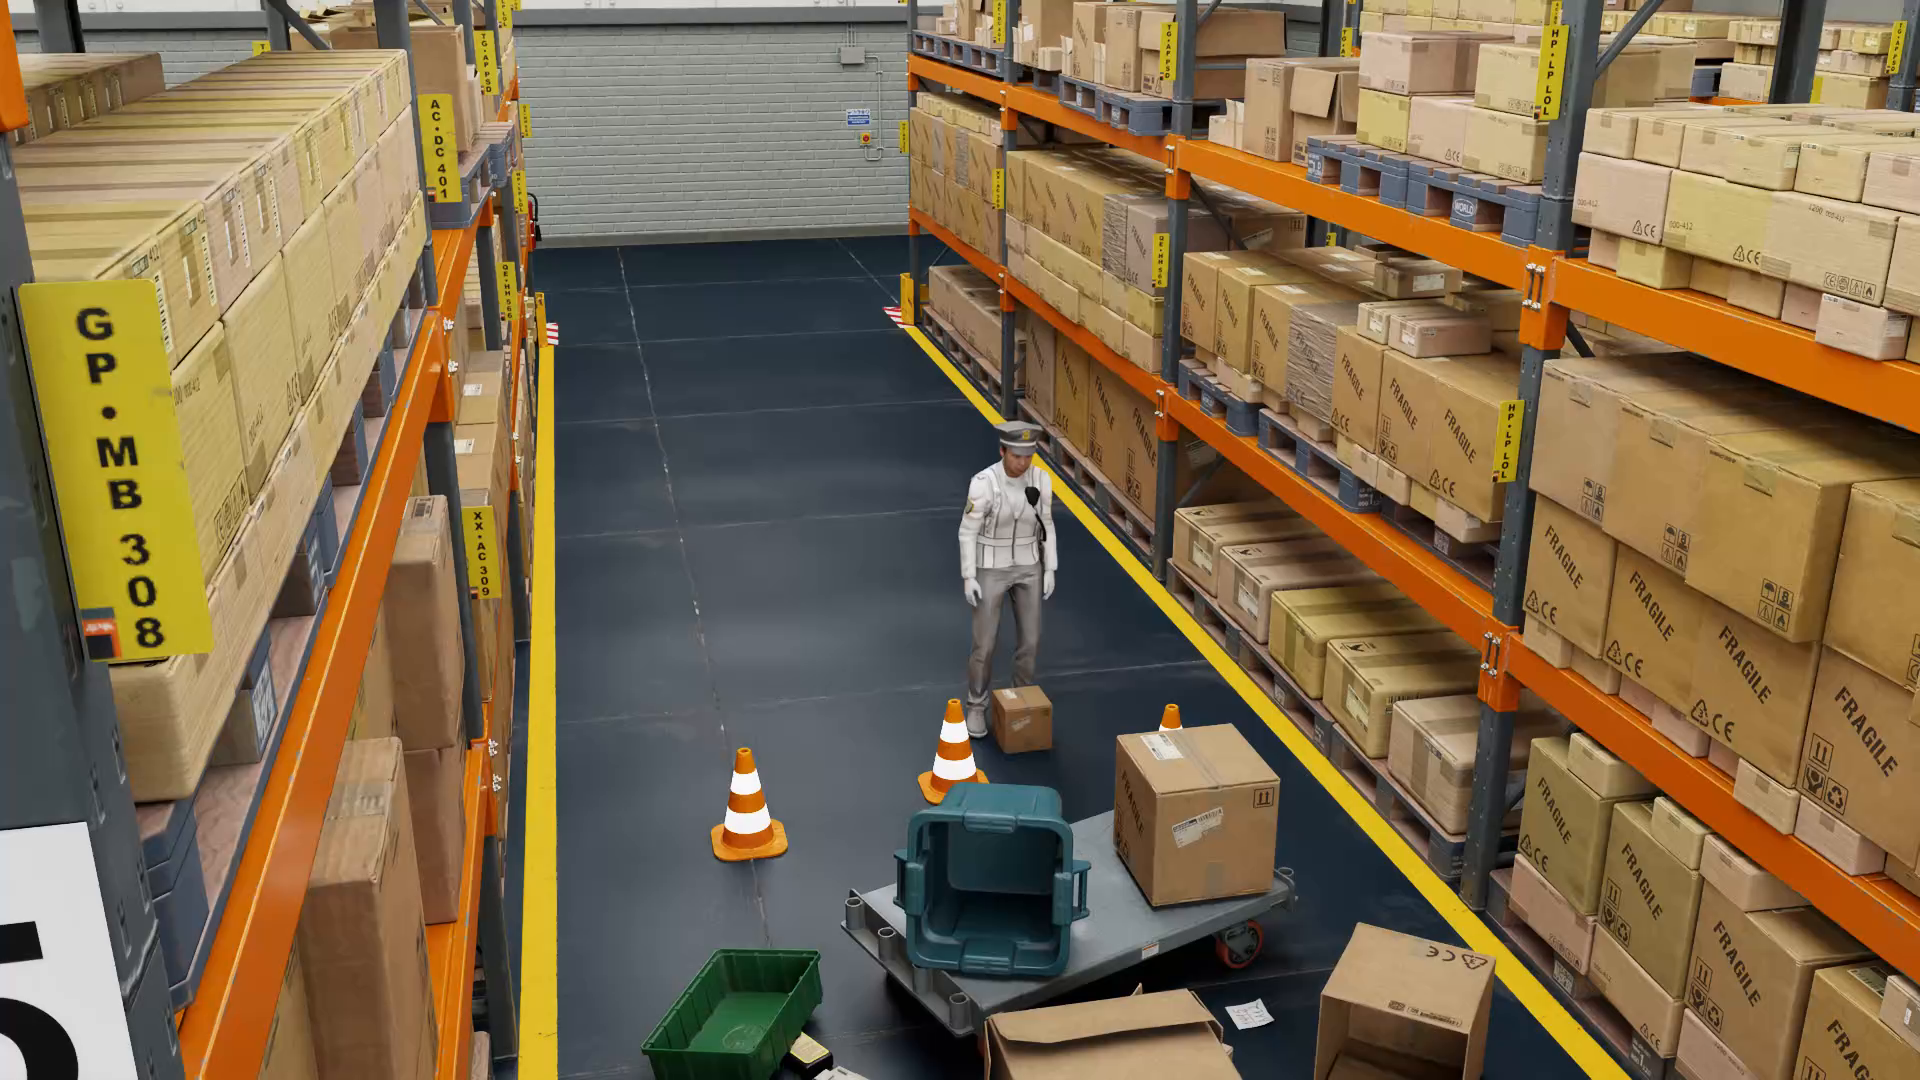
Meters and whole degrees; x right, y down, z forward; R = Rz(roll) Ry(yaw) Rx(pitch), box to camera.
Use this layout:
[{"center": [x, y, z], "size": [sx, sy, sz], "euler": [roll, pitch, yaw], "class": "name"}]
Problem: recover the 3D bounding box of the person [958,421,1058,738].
[{"center": [0.255, 0.182, 8.561], "size": [0.522, 1.662, 0.371], "euler": [-5, 20, -15], "class": "person"}]
